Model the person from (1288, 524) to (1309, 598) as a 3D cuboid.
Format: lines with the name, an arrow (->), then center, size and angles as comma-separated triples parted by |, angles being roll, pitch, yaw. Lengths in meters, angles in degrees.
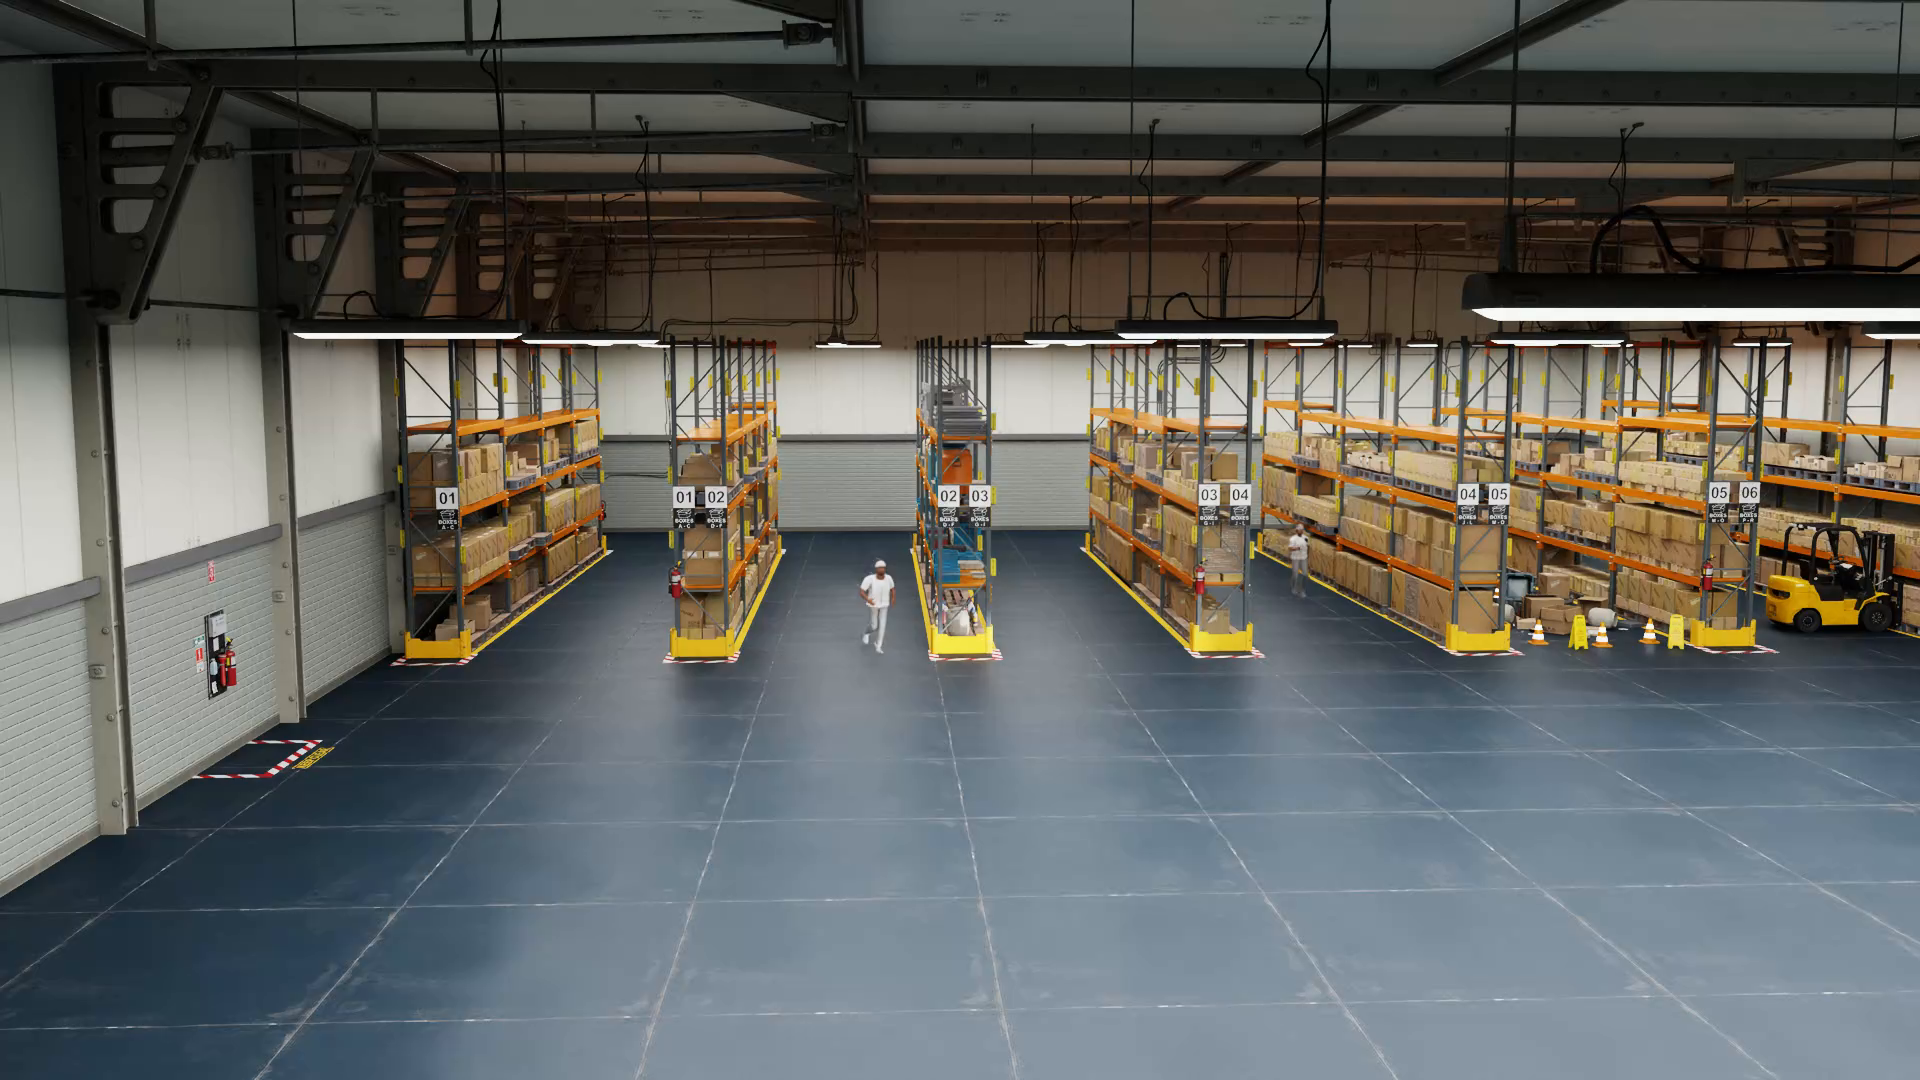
person -> 7.919, 0.494, 38.759 | 0.555, 1.746, 0.702 | 0, 7, -4

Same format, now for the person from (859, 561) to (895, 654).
person -> -1.567, 1.261, 31.868 | 0.735, 1.753, 0.755 | -3, 7, -24
